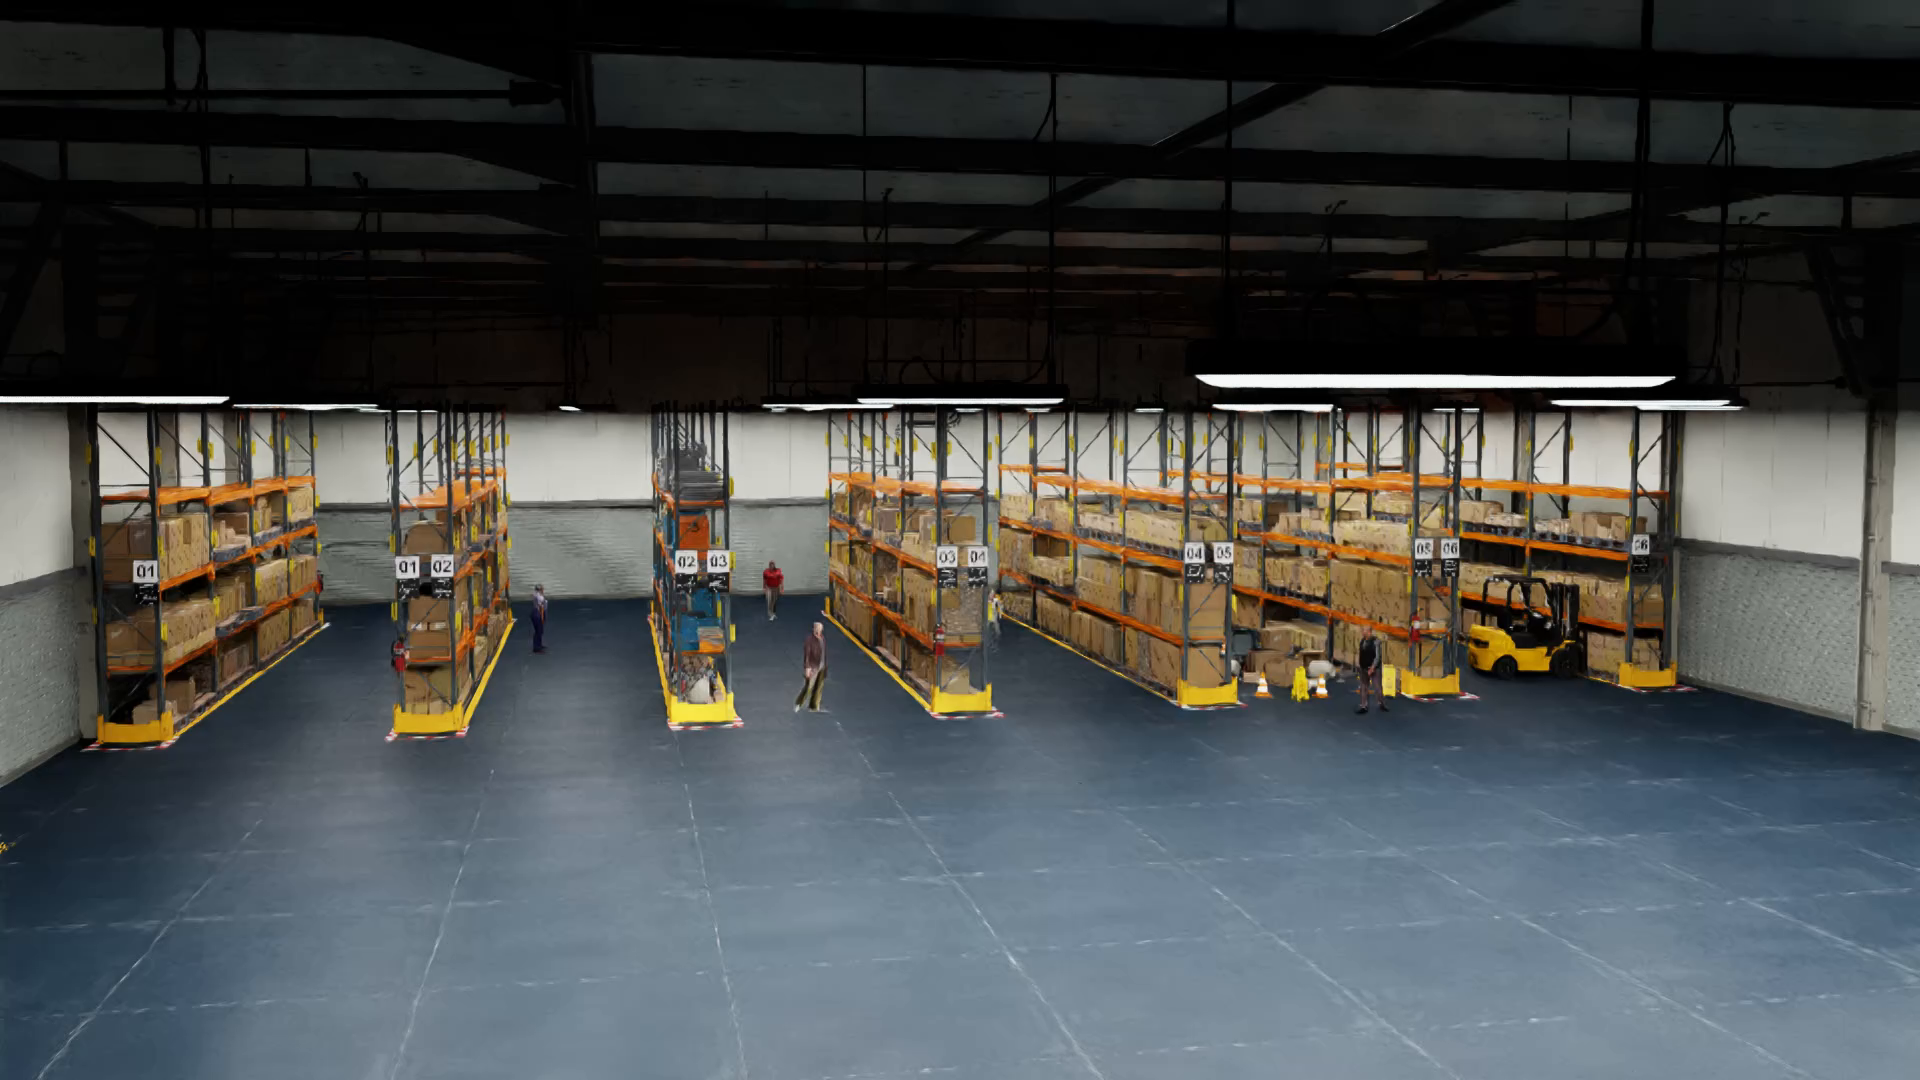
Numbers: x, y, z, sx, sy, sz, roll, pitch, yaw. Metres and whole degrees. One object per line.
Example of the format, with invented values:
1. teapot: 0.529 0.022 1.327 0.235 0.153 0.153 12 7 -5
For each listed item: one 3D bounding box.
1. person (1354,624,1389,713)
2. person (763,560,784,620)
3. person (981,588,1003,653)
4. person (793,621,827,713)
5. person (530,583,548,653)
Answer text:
1. person: 7.897 2.468 31.933 0.699 1.718 0.553 -4 6 -40
2. person: -5.224 1.375 46.569 0.554 1.669 1.031 -1 4 -13
3. person: 0.742 1.927 39.828 0.622 1.607 0.763 -1 4 -7
4. person: -2.858 2.438 31.810 0.547 1.768 0.761 3 6 39
5. person: -10.125 1.863 40.150 0.447 1.657 0.579 -3 5 -32
